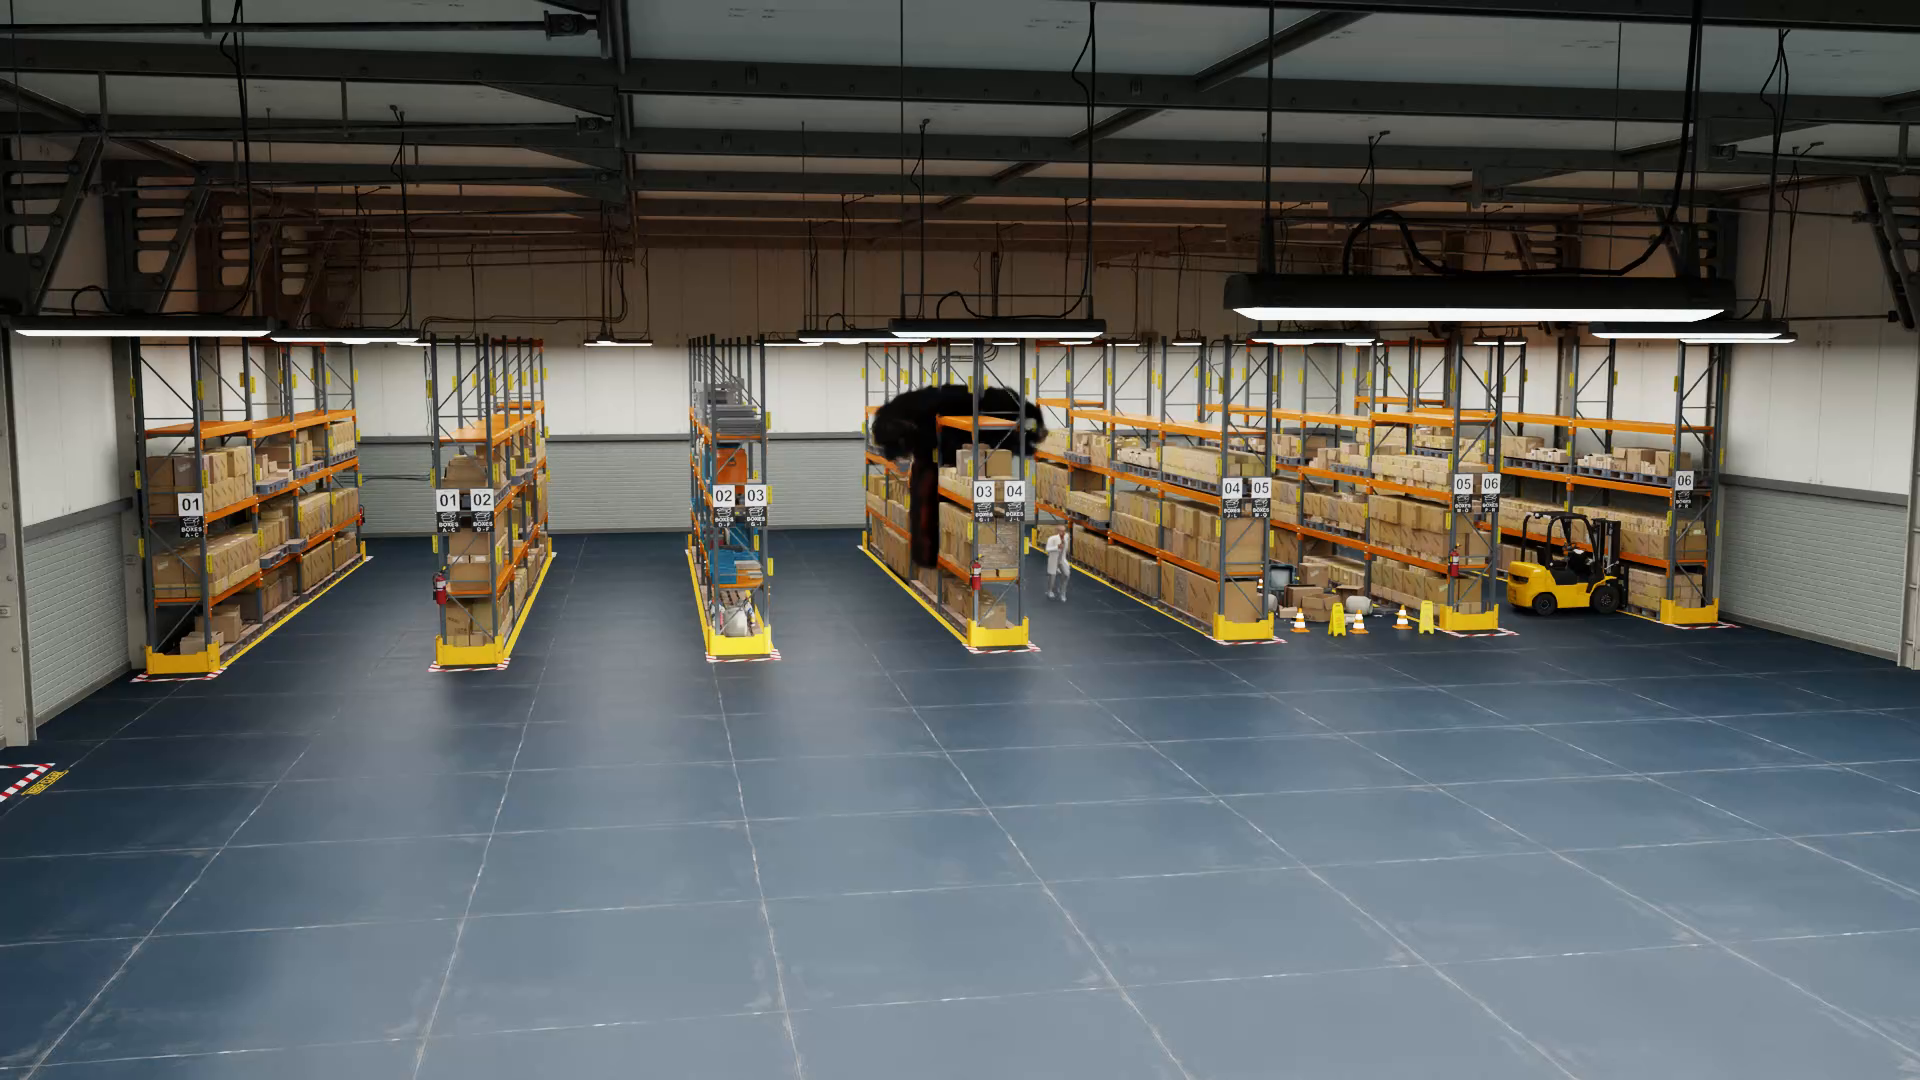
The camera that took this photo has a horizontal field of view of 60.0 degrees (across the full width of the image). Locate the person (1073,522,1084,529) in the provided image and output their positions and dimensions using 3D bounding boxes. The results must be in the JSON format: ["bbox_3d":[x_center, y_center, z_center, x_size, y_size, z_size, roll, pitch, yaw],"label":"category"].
[{"bbox_3d":[3.513,-0.724,49.570,0.571,1.529,0.601,3,7,27],"label":"person"}]

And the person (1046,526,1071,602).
[{"bbox_3d":[2.208,0.526,37.861,0.693,1.759,1.005,-2,7,-20],"label":"person"}]
